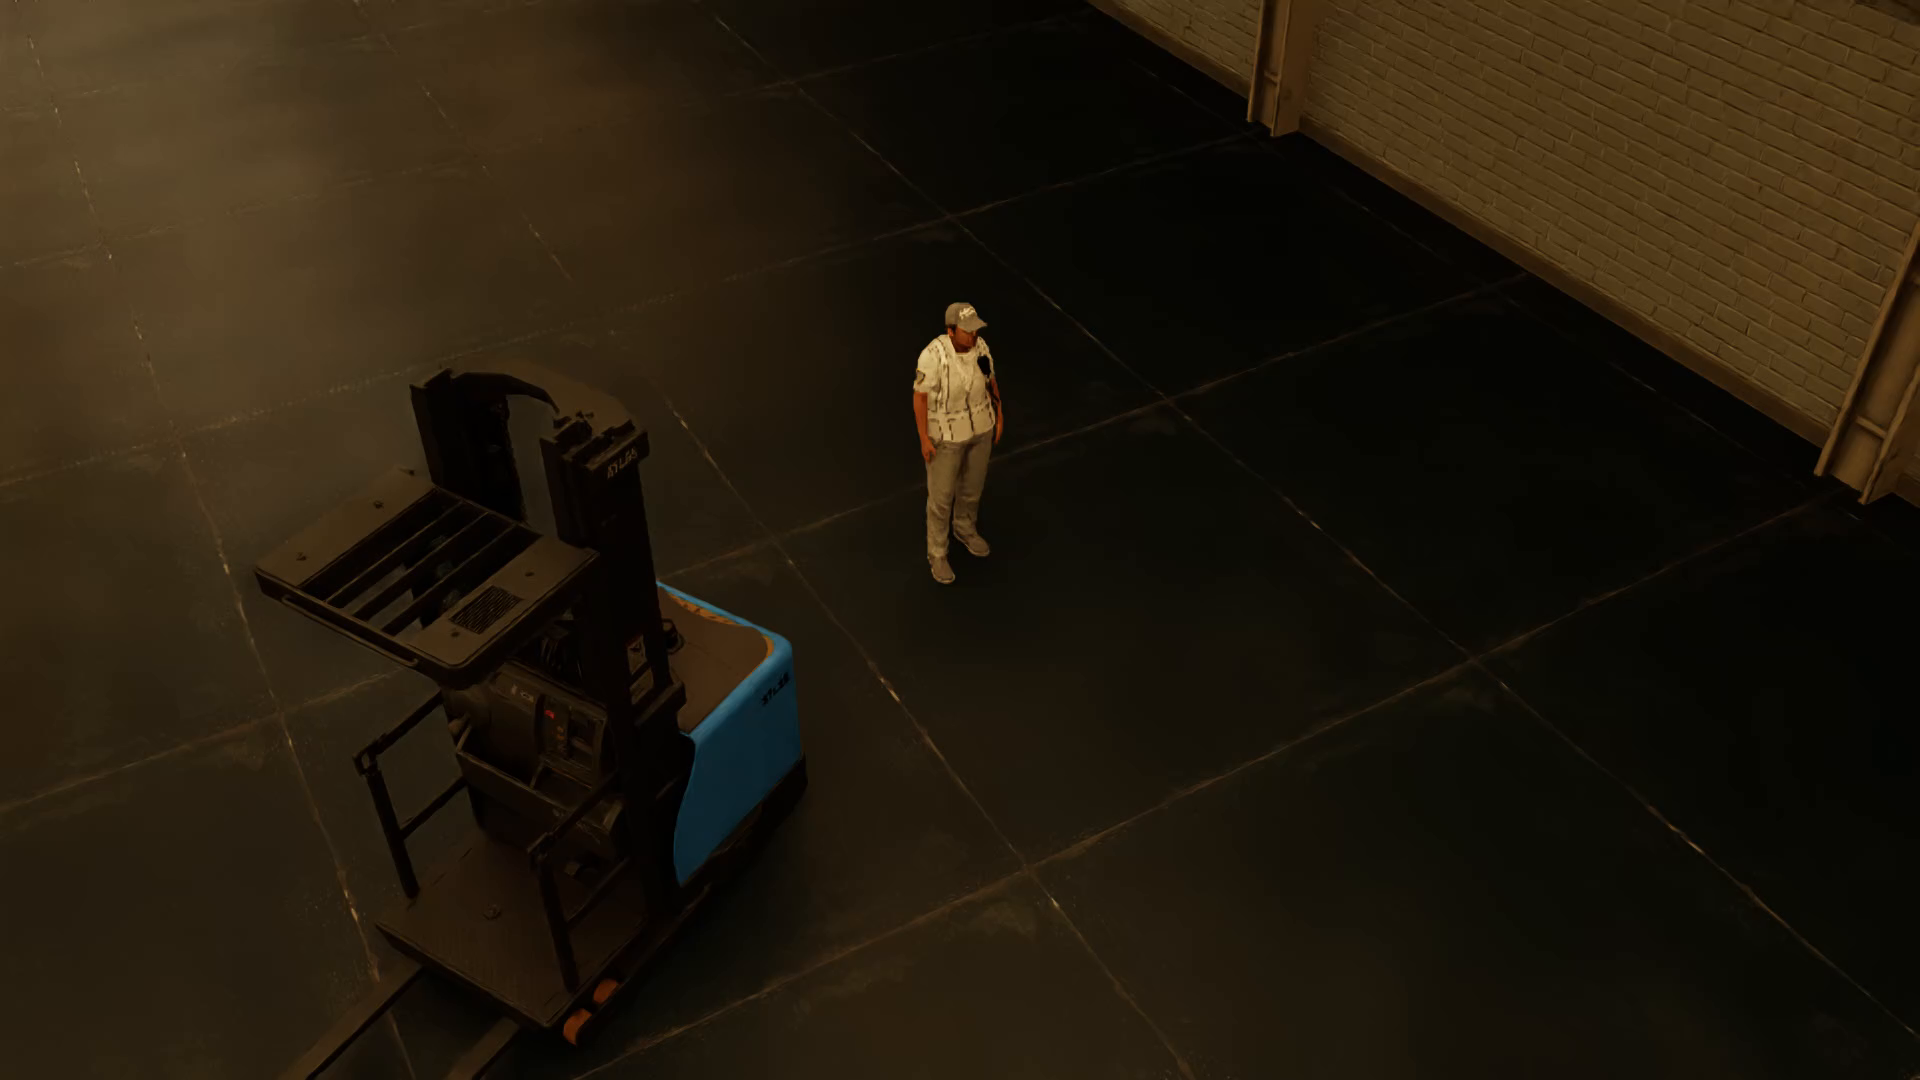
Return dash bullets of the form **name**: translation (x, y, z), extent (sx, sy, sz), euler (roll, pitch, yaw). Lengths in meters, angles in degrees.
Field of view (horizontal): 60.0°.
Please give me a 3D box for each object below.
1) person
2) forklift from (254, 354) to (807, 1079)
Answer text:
- **person**: translation (0.019, -0.597, 9.736), extent (0.598, 1.669, 0.529), euler (-20, 44, -23)
- **forklift**: translation (-1.998, 0.825, 7.042), extent (1.130, 2.935, 3.031), euler (21, 44, 24)
